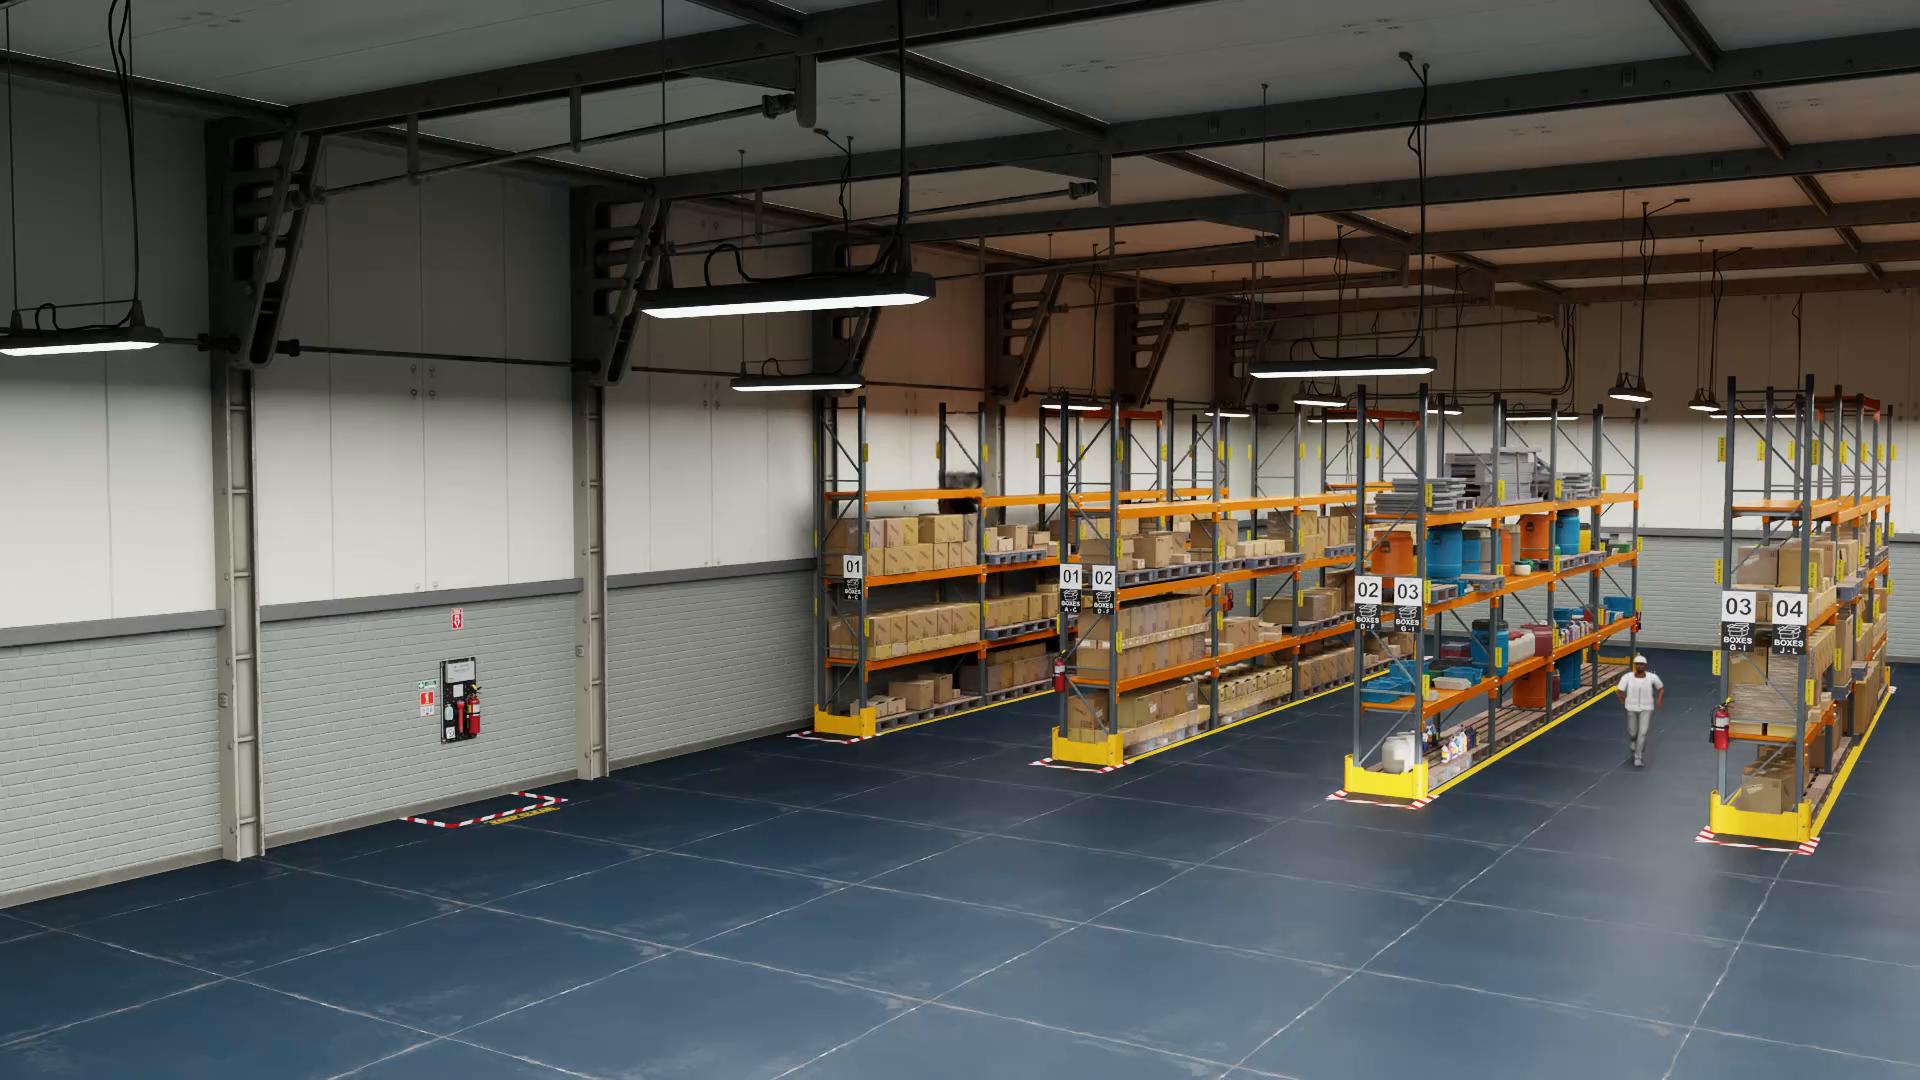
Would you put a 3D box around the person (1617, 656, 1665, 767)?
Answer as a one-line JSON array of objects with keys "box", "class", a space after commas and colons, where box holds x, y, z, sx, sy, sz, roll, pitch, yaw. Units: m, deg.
[{"box": [10.968, 2.732, 26.807, 0.713, 1.736, 0.897, 1, 3, 24], "class": "person"}]
